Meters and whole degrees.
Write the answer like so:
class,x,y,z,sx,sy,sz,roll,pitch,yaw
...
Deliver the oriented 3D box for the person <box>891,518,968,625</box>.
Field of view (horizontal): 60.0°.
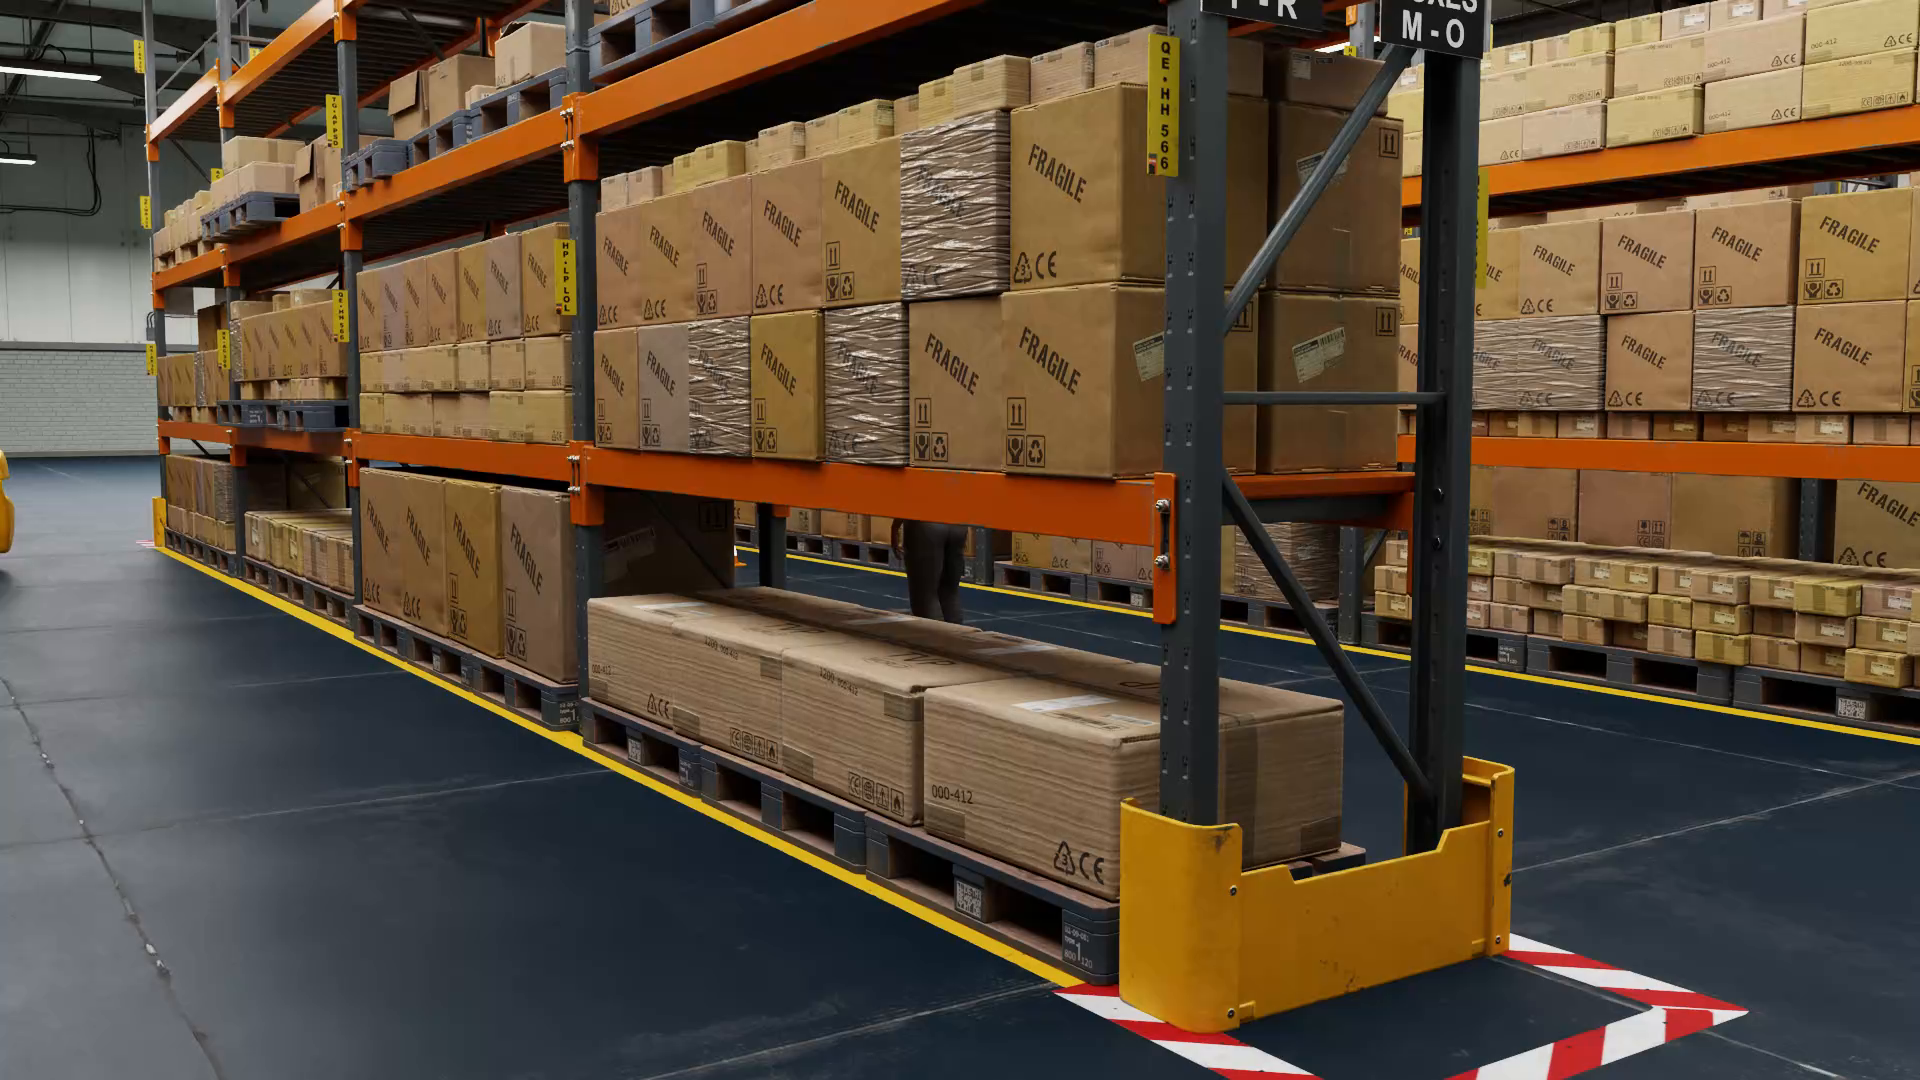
class,x,y,z,sx,sy,sz,roll,pitch,yaw
person,-0.185,-0.058,8.713,0.503,1.656,0.570,4,6,42
